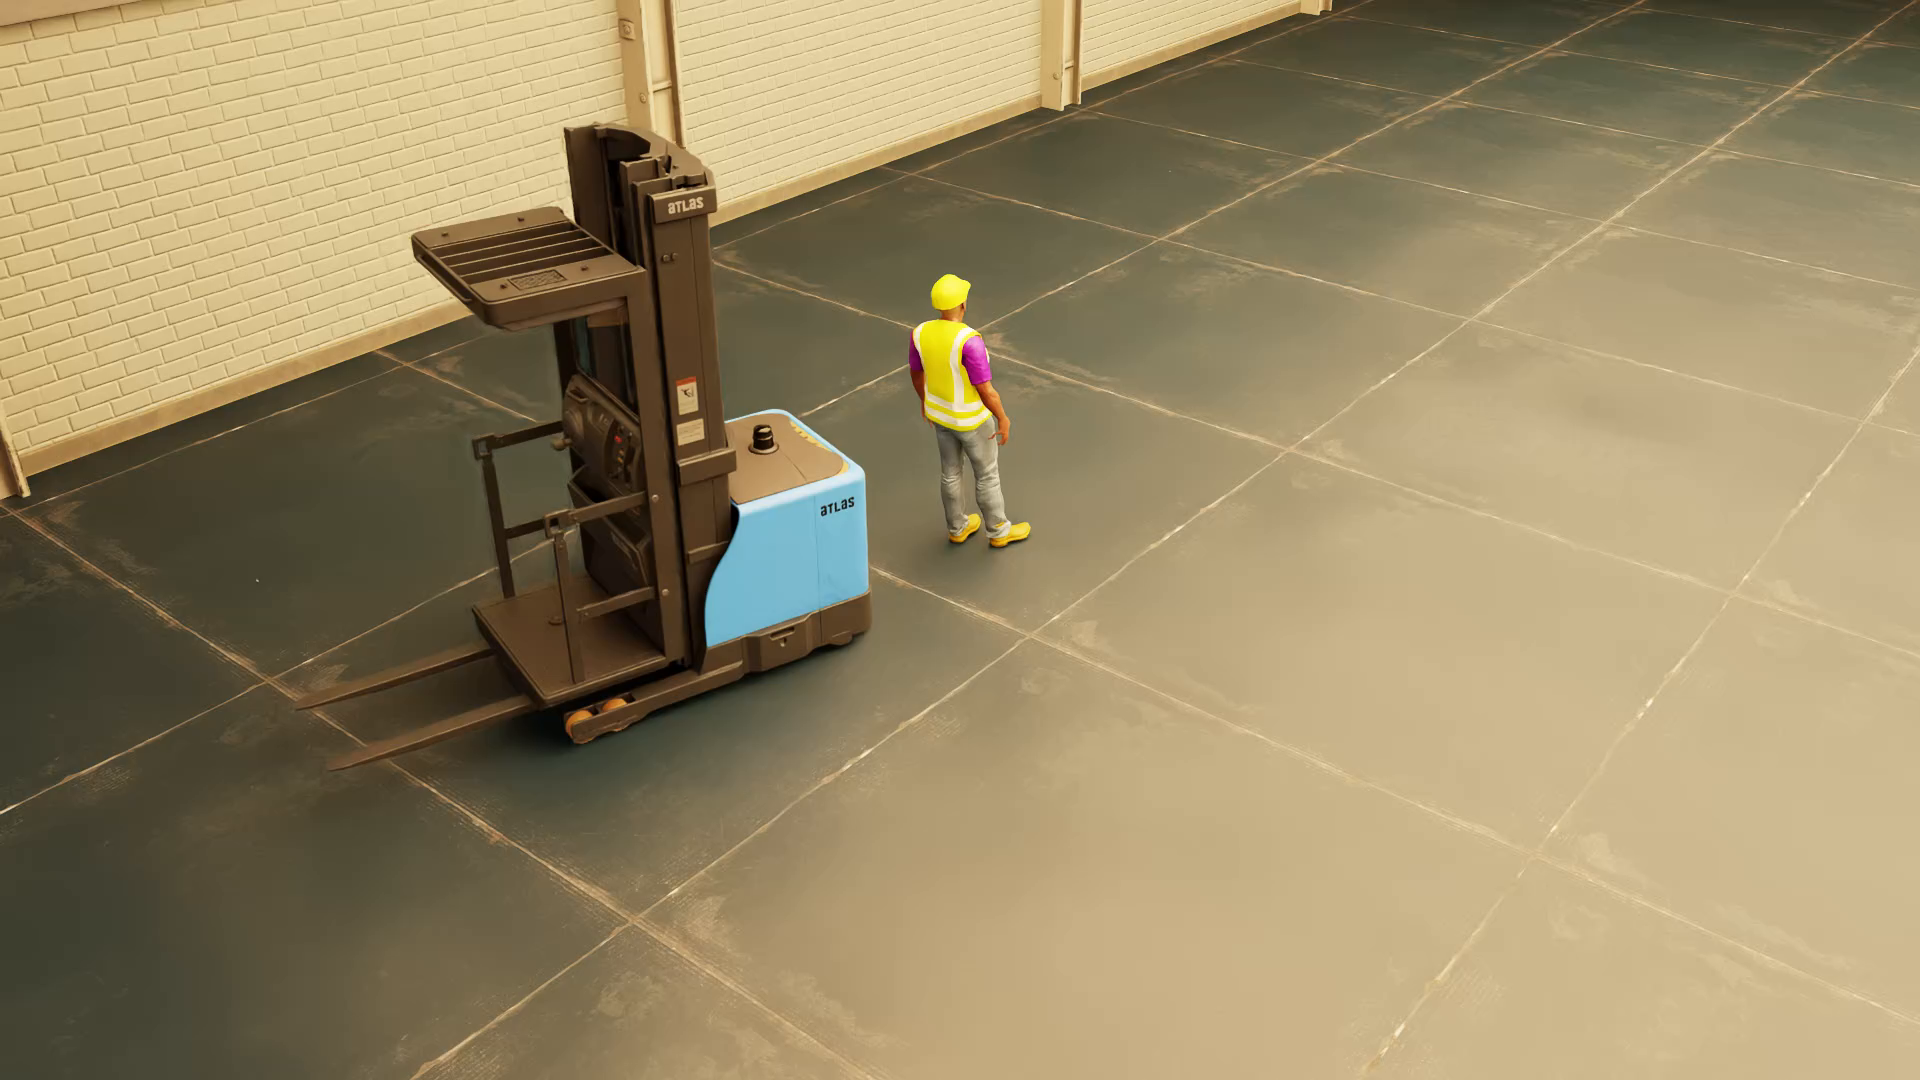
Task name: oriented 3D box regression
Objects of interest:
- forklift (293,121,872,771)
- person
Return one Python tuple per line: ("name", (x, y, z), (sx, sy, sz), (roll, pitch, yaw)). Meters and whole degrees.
("forklift", (-2.012, -0.509, 8.465), (3.031, 2.935, 1.130), (-19, 35, -29))
("person", (0.048, -0.791, 10.096), (0.666, 1.759, 0.577), (22, 37, 33))
